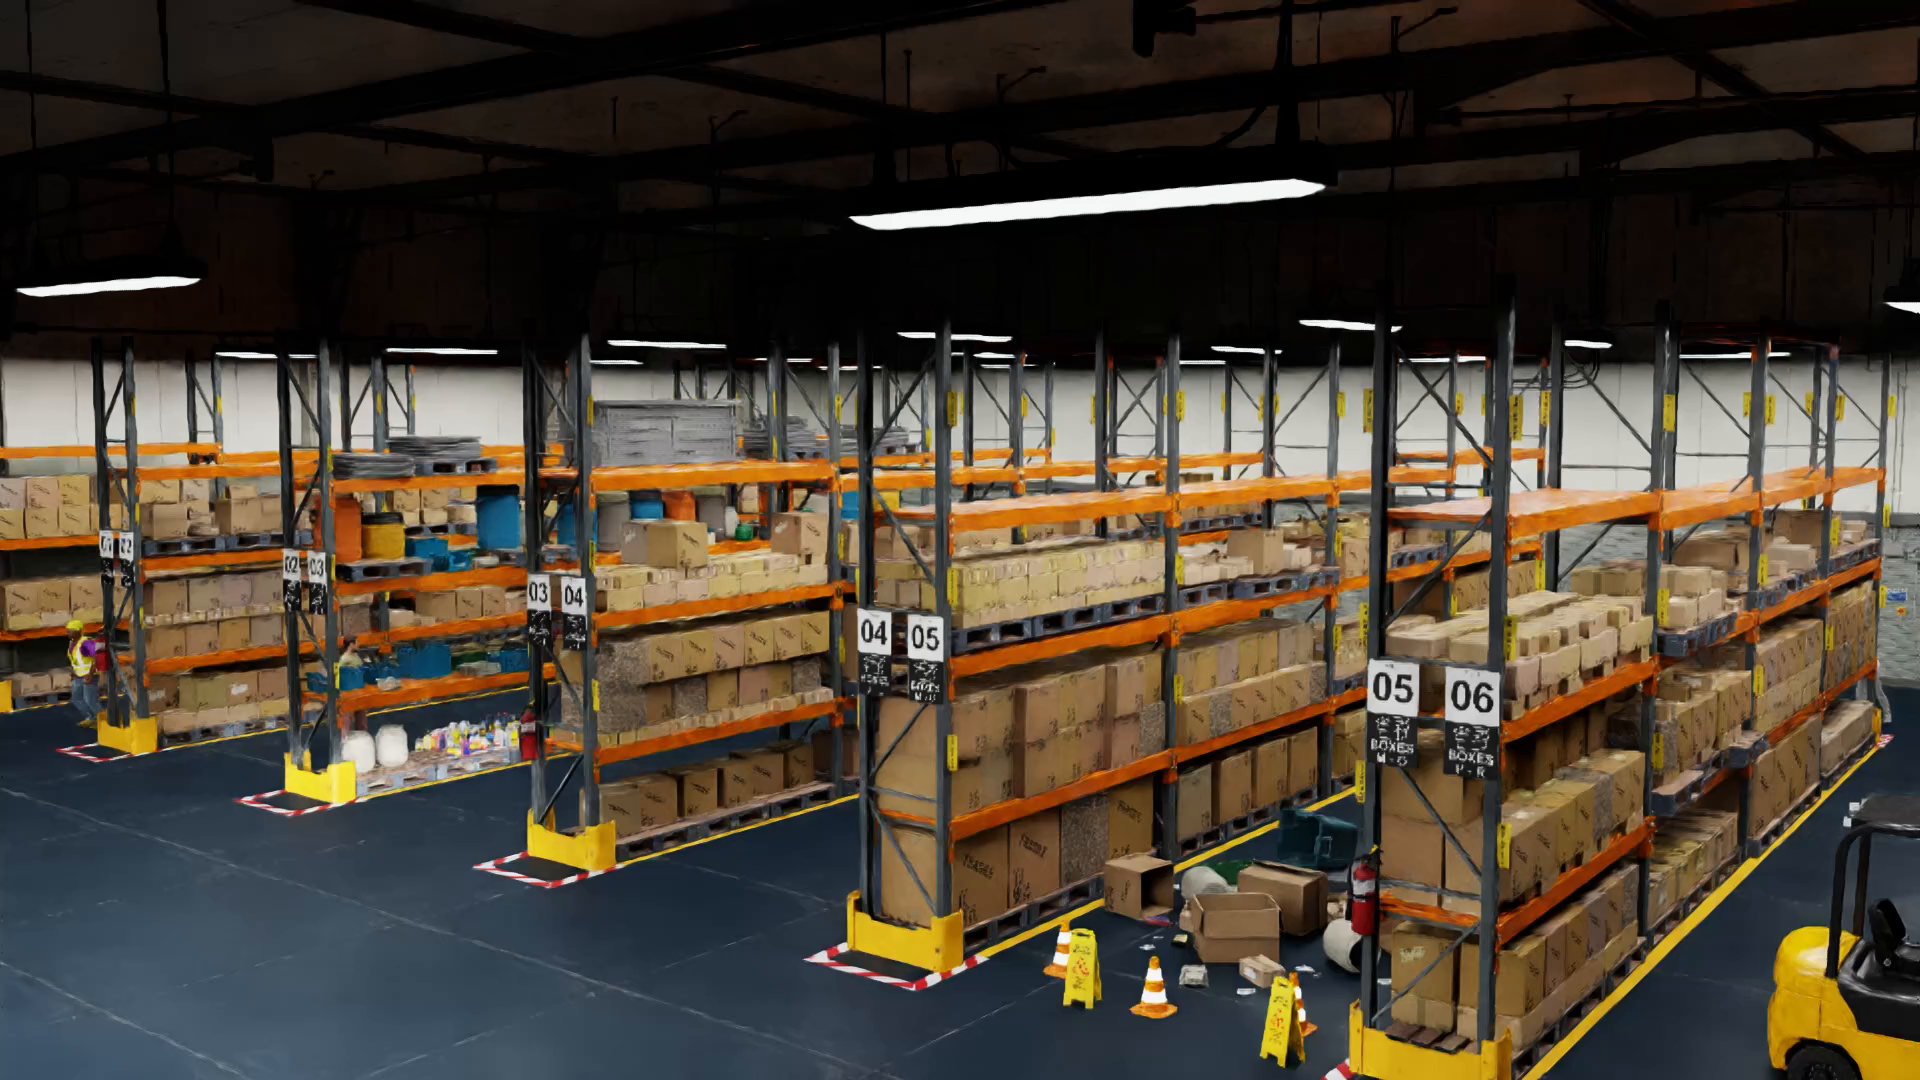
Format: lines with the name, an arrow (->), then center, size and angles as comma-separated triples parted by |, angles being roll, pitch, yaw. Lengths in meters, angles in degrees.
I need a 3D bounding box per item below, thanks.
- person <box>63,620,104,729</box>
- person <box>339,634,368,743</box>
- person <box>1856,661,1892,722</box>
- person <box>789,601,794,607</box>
person -> -13.552, 2.079, 25.740 | 0.719, 1.714, 0.572 | 4, 6, 36
person -> -8.826, 2.205, 24.279 | 0.432, 1.677, 0.499 | 1, 5, 7
person -> 14.398, 2.051, 26.307 | 0.677, 1.658, 0.496 | 1, 5, 10
person -> -3.580, 1.417, 33.204 | 0.729, 1.733, 0.546 | 4, 6, 35
